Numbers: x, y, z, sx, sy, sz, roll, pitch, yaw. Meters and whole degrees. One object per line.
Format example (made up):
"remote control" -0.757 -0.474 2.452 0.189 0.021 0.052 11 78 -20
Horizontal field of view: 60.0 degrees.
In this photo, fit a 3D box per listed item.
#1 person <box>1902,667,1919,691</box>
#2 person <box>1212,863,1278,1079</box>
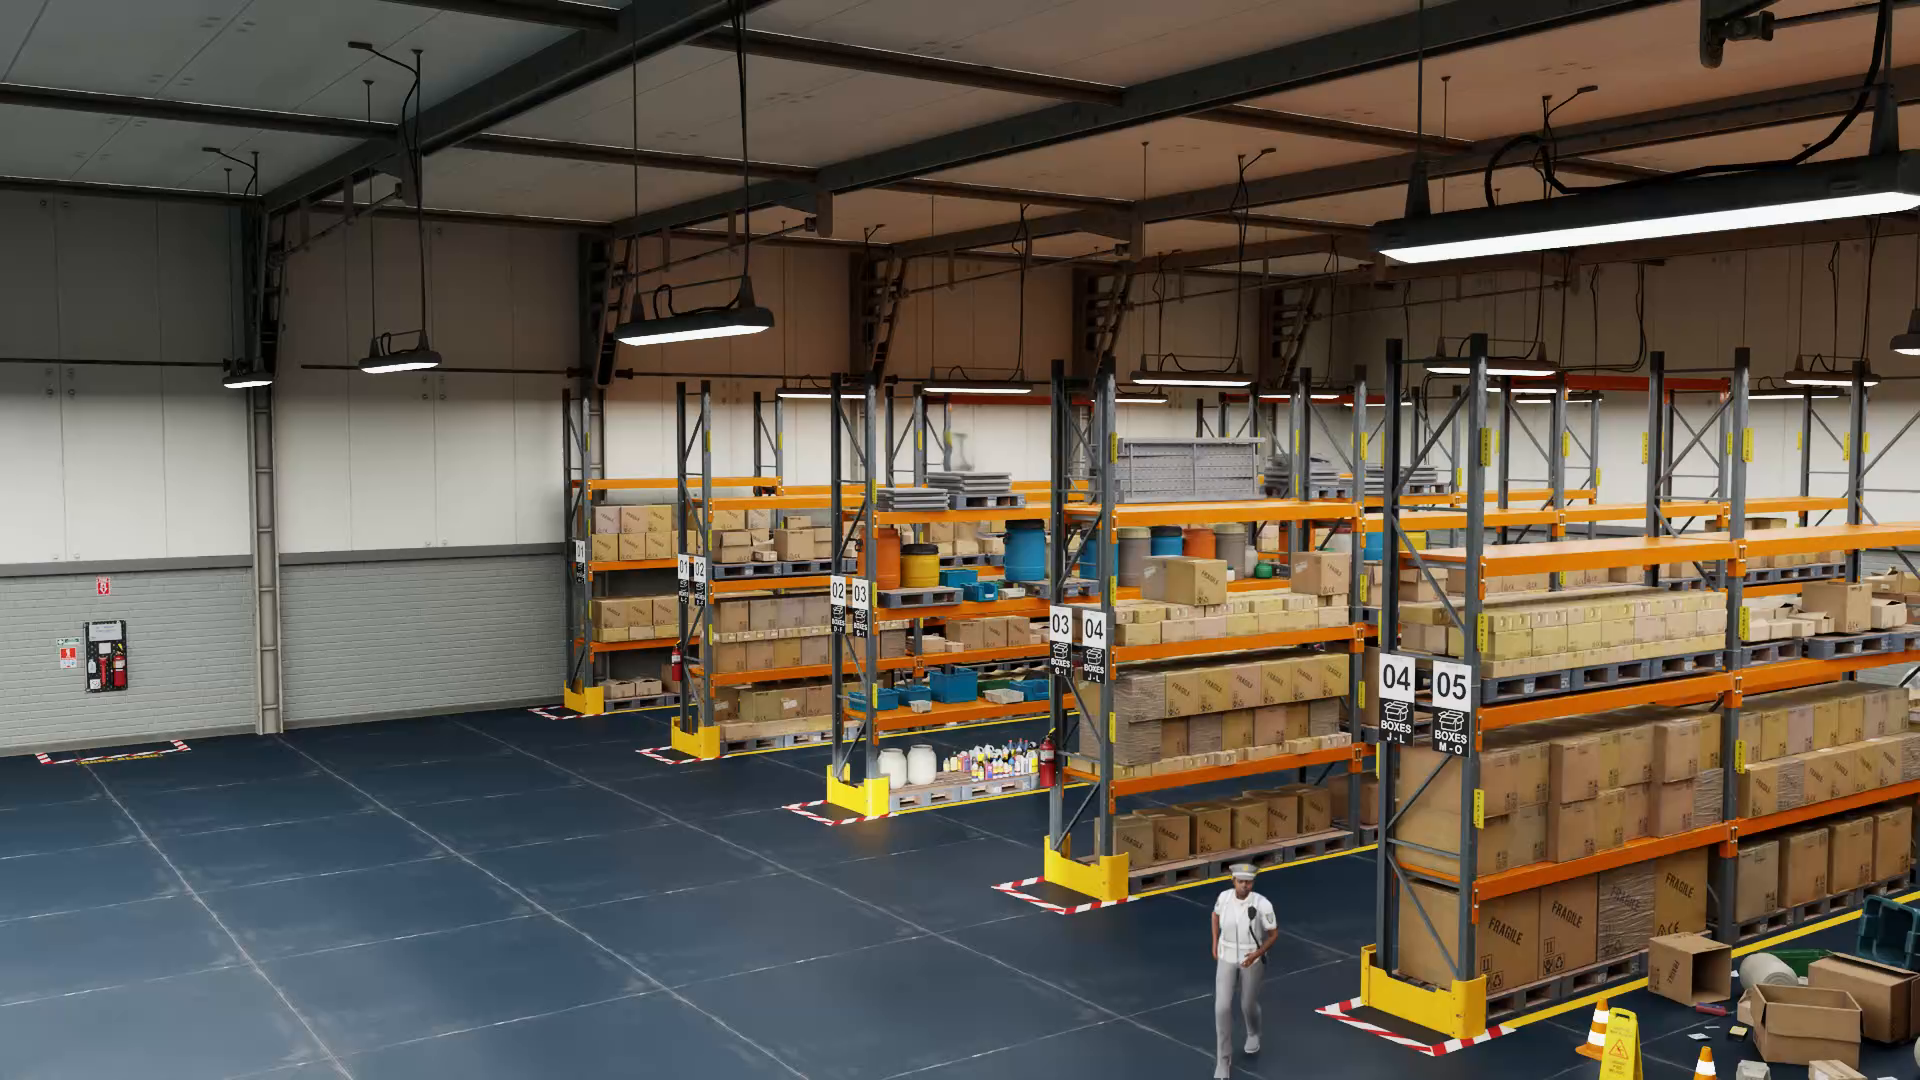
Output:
"person" 15.754 2.612 27.045 0.621 1.671 0.631 0 4 1
"person" 2.296 3.463 13.549 0.585 1.727 0.837 2 4 23
